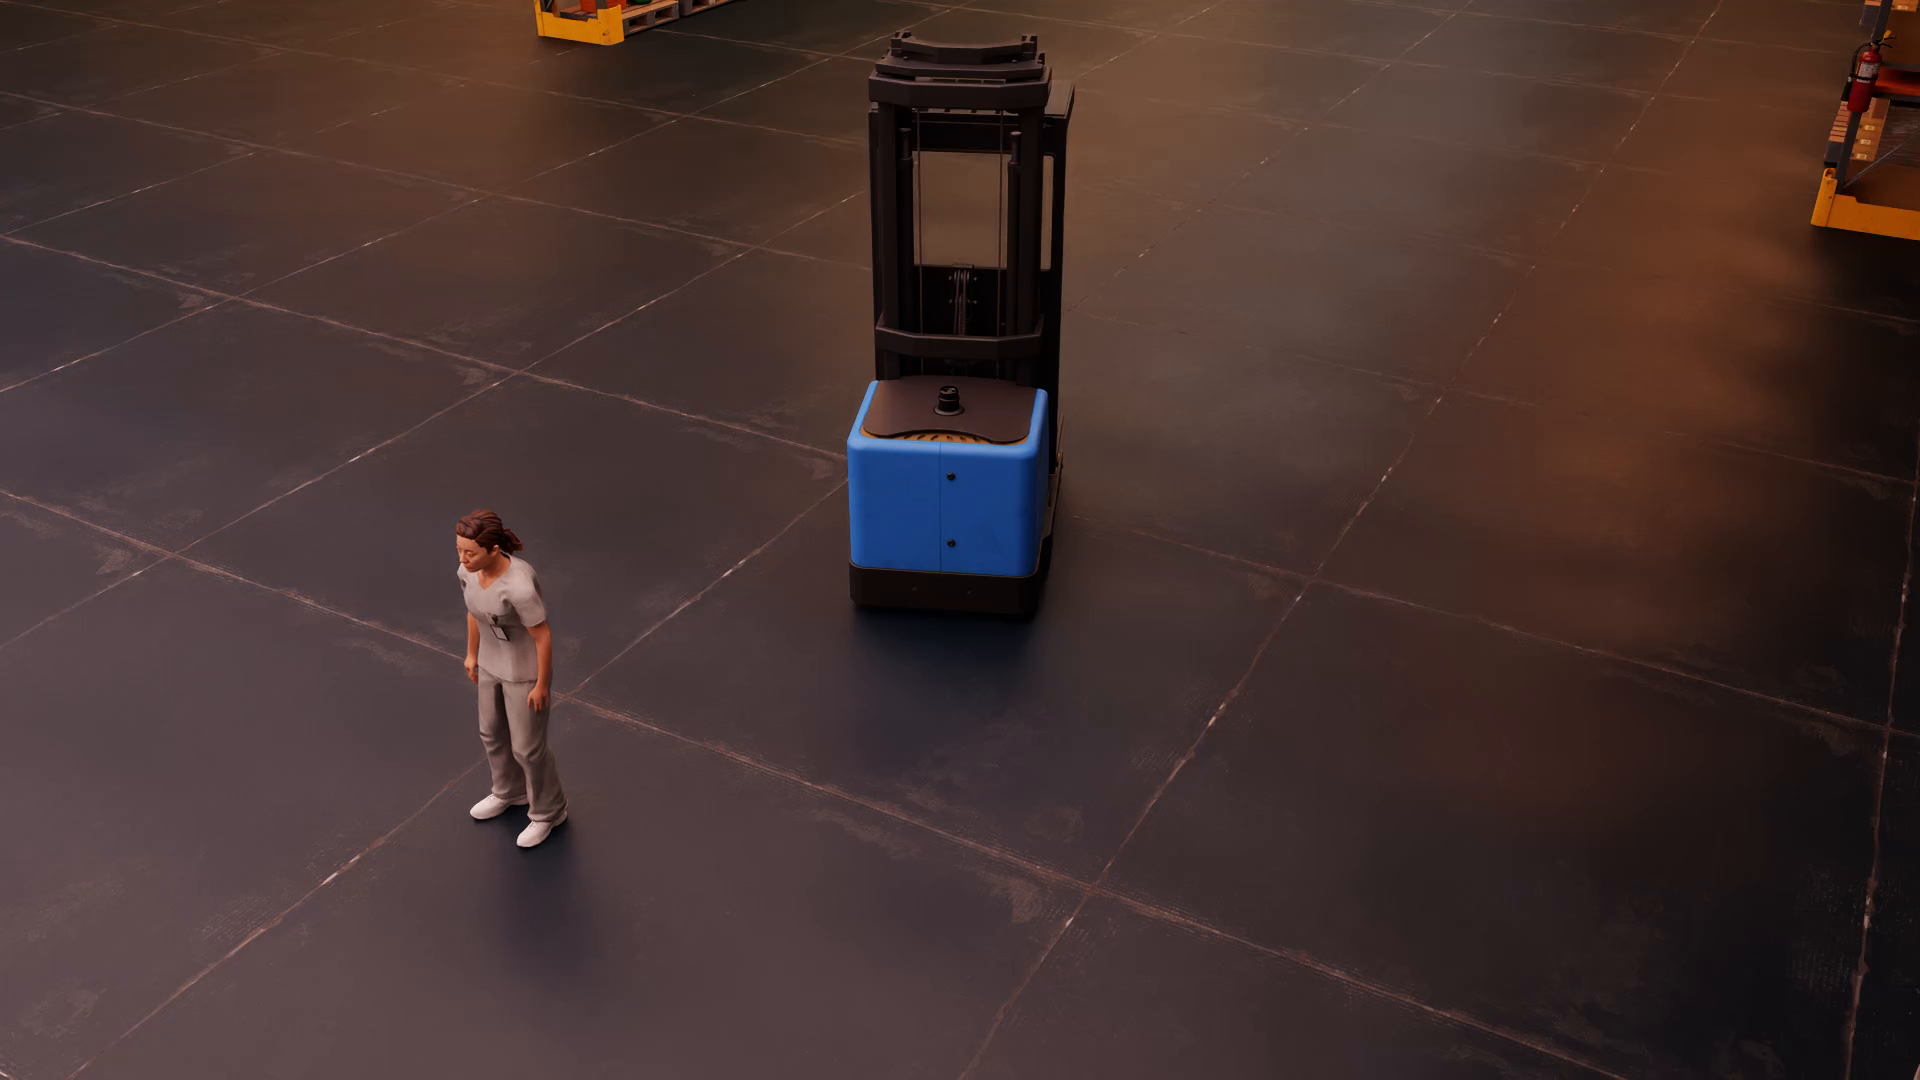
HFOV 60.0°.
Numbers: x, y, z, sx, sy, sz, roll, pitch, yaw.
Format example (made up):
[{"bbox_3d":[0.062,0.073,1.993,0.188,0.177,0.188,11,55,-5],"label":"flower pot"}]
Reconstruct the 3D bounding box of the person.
[{"bbox_3d":[-1.992,0.580,7.326,0.514,1.671,0.364,20,35,30],"label":"person"}]

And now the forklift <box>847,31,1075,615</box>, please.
[{"bbox_3d":[0.072,-1.572,9.794,1.130,2.935,3.031,3,30,6],"label":"forklift"}]
